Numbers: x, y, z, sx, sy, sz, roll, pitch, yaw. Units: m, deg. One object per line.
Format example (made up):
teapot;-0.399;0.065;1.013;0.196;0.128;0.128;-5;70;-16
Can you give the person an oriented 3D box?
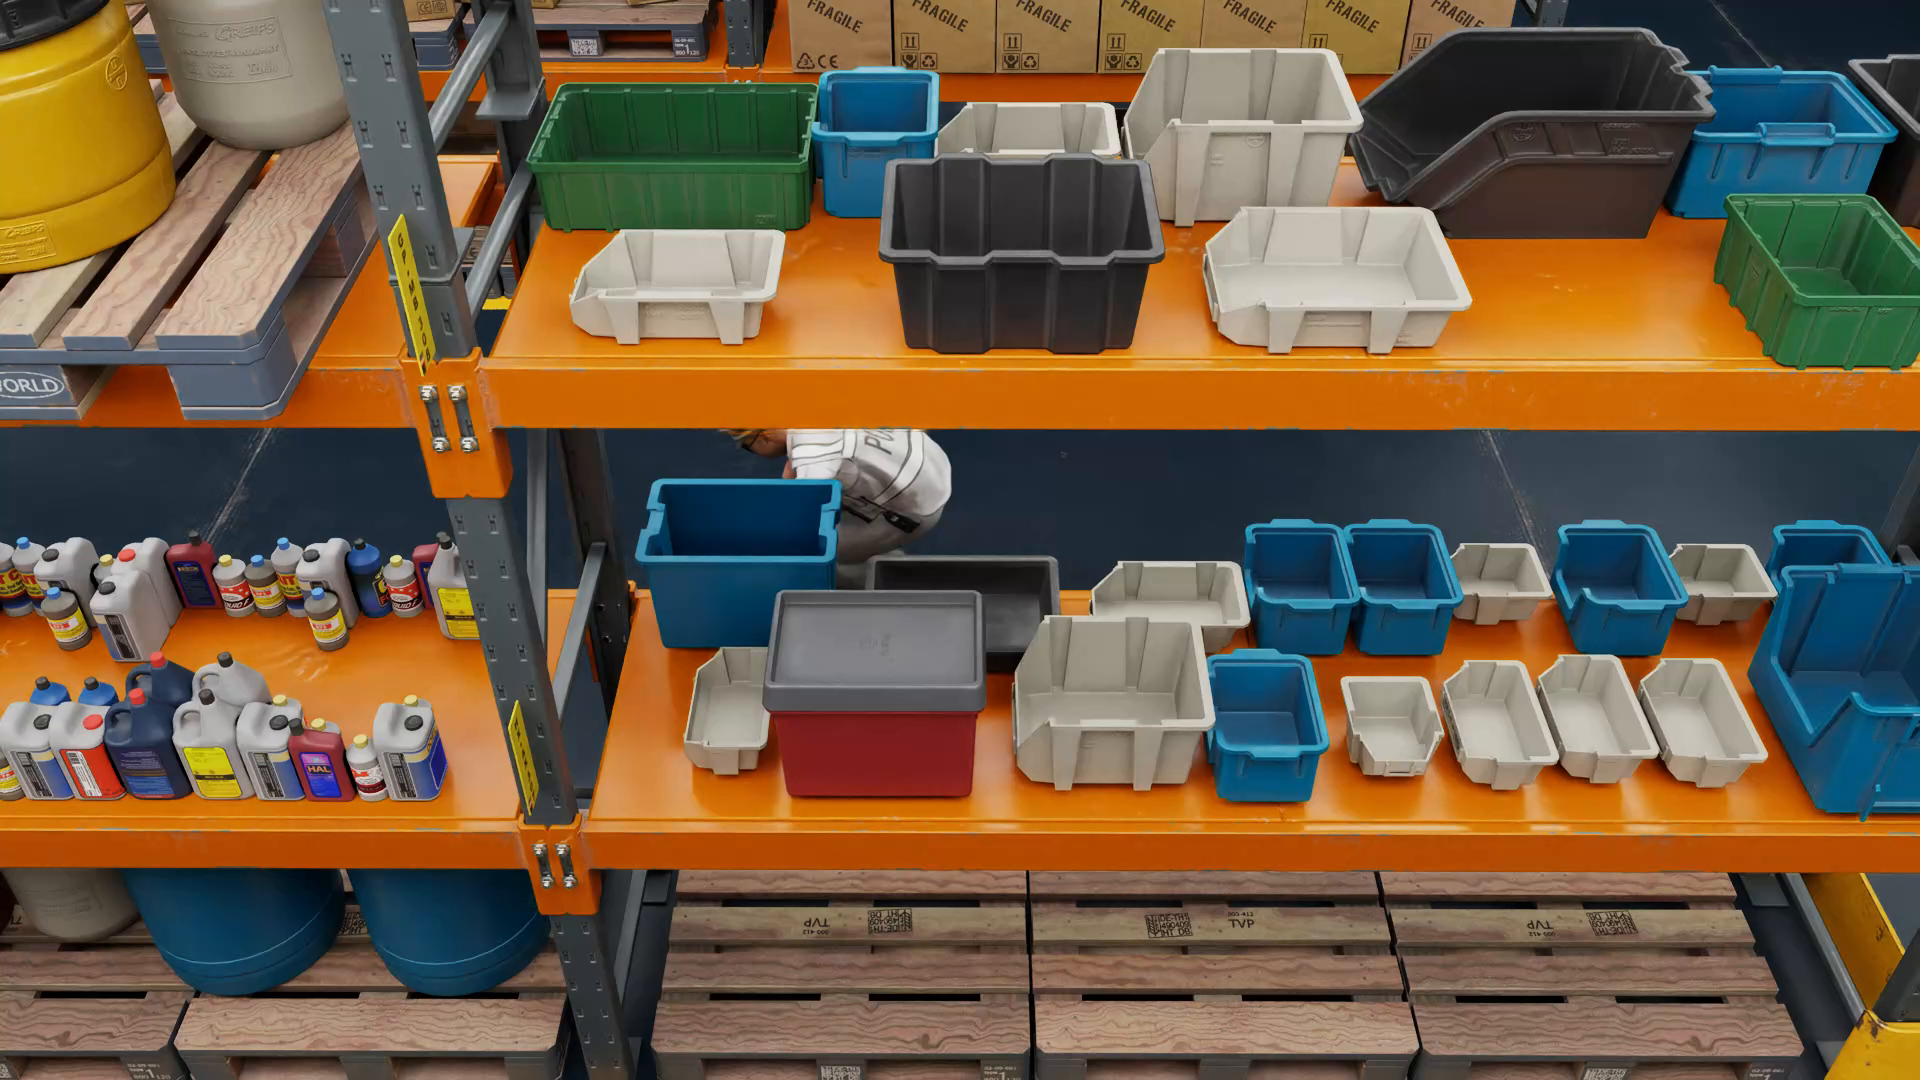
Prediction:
person;-0.499;-0.162;6.866;0.929;1.099;0.575;0;39;0
